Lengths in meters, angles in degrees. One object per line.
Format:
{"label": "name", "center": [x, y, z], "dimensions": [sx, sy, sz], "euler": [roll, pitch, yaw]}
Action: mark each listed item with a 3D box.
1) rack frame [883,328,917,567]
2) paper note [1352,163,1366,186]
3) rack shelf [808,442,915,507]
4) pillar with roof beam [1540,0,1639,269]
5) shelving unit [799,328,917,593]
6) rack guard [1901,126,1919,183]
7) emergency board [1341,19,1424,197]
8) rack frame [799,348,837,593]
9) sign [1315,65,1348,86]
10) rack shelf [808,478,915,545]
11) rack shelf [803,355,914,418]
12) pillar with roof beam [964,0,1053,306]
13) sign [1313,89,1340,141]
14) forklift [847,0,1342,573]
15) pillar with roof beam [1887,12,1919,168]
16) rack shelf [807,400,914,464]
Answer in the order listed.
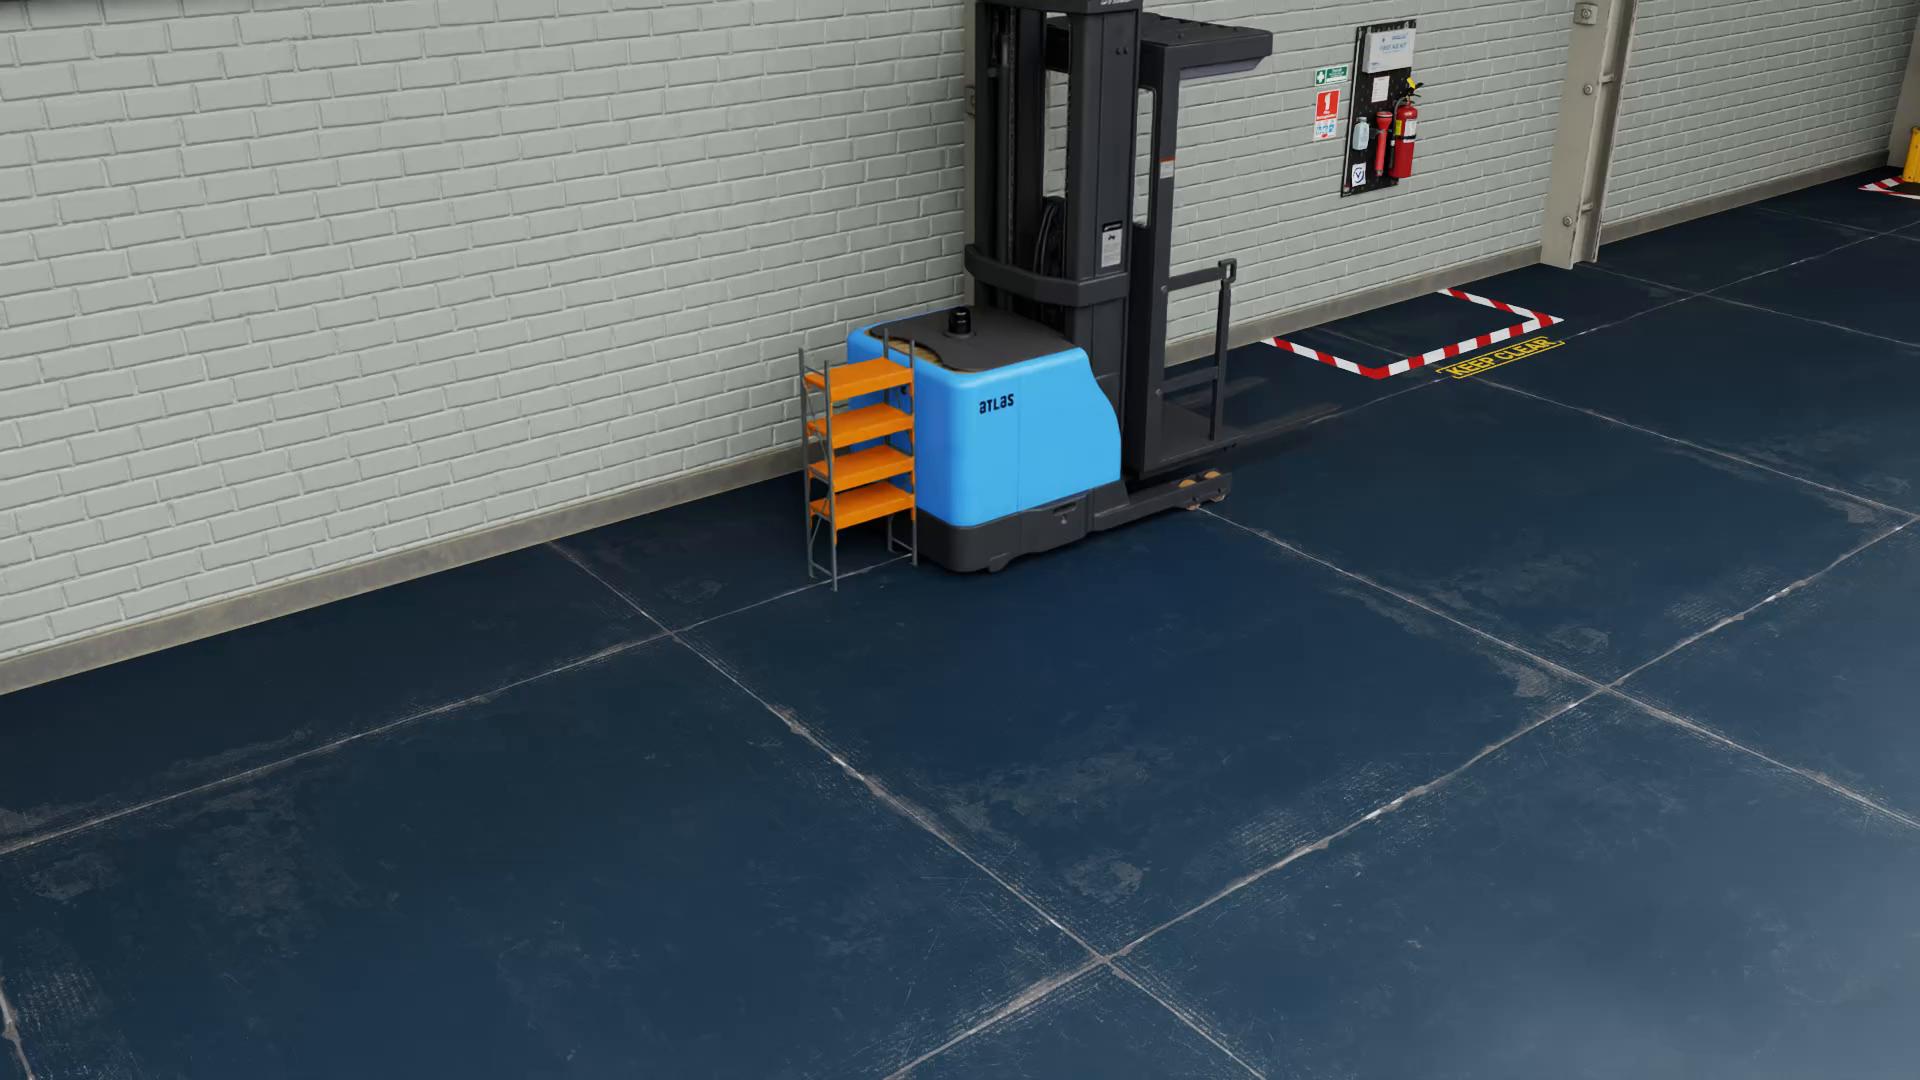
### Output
{"label": "rack frame", "center": [-0.297, -0.450, 8.293], "dimensions": [0.015, 1.200, 0.240], "euler": [-18, 30, -34]}
{"label": "paper note", "center": [2.843, -2.602, 11.839], "dimensions": [0.142, 0.148, 0.016], "euler": [-18, 31, -34]}
{"label": "rack shelf", "center": [-0.491, -0.326, 8.187], "dimensions": [0.480, 0.148, 0.258], "euler": [-18, 30, -34]}
{"label": "pillar with roof beam", "center": [7.649, -4.949, 8.724], "dimensions": [0.400, 9.000, 9.100], "euler": [-18, 31, -34]}
{"label": "shelving unit", "center": [-0.491, -0.387, 8.158], "dimensions": [0.503, 1.200, 0.258], "euler": [-18, 30, -34]}
{"label": "rack guard", "center": [9.757, -3.630, 15.977], "dimensions": [0.348, 0.500, 1.175], "euler": [-18, 31, -34]}
{"label": "emergency board", "center": [3.025, -3.024, 11.703], "dimensions": [0.643, 1.169, 0.194], "euler": [-18, 31, -34]}
{"label": "rack frame", "center": [-0.684, -0.324, 8.023], "dimensions": [0.015, 1.200, 0.240], "euler": [-18, 30, -34]}
{"label": "sign", "center": [2.535, -3.170, 11.345], "dimensions": [0.331, 0.109, 0.001], "euler": [-18, 31, -34]}
{"label": "rack shelf", "center": [-0.491, -0.146, 8.270], "dimensions": [0.480, 0.148, 0.258], "euler": [-18, 30, -34]}
{"label": "rack shelf", "center": [-0.491, -0.743, 7.993], "dimensions": [0.480, 0.148, 0.258], "euler": [-18, 30, -34]}
{"label": "pillar with roof beam", "center": [2.928, -3.390, 5.365], "dimensions": [0.400, 9.000, 9.100], "euler": [-18, 31, -34]}
{"label": "sign", "center": [2.526, -2.931, 11.460], "dimensions": [0.234, 0.329, 0.001], "euler": [-18, 31, -34]}
{"label": "forklift", "center": [0.882, -1.650, 8.823], "dimensions": [3.031, 2.935, 1.130], "euler": [-18, 30, -34]}
{"label": "pillar with roof beam", "center": [12.371, -6.507, 12.082], "dimensions": [0.400, 9.000, 9.100], "euler": [-18, 31, -34]}
{"label": "rack shelf", "center": [-0.491, -0.529, 8.093], "dimensions": [0.480, 0.148, 0.258], "euler": [-18, 30, -34]}
